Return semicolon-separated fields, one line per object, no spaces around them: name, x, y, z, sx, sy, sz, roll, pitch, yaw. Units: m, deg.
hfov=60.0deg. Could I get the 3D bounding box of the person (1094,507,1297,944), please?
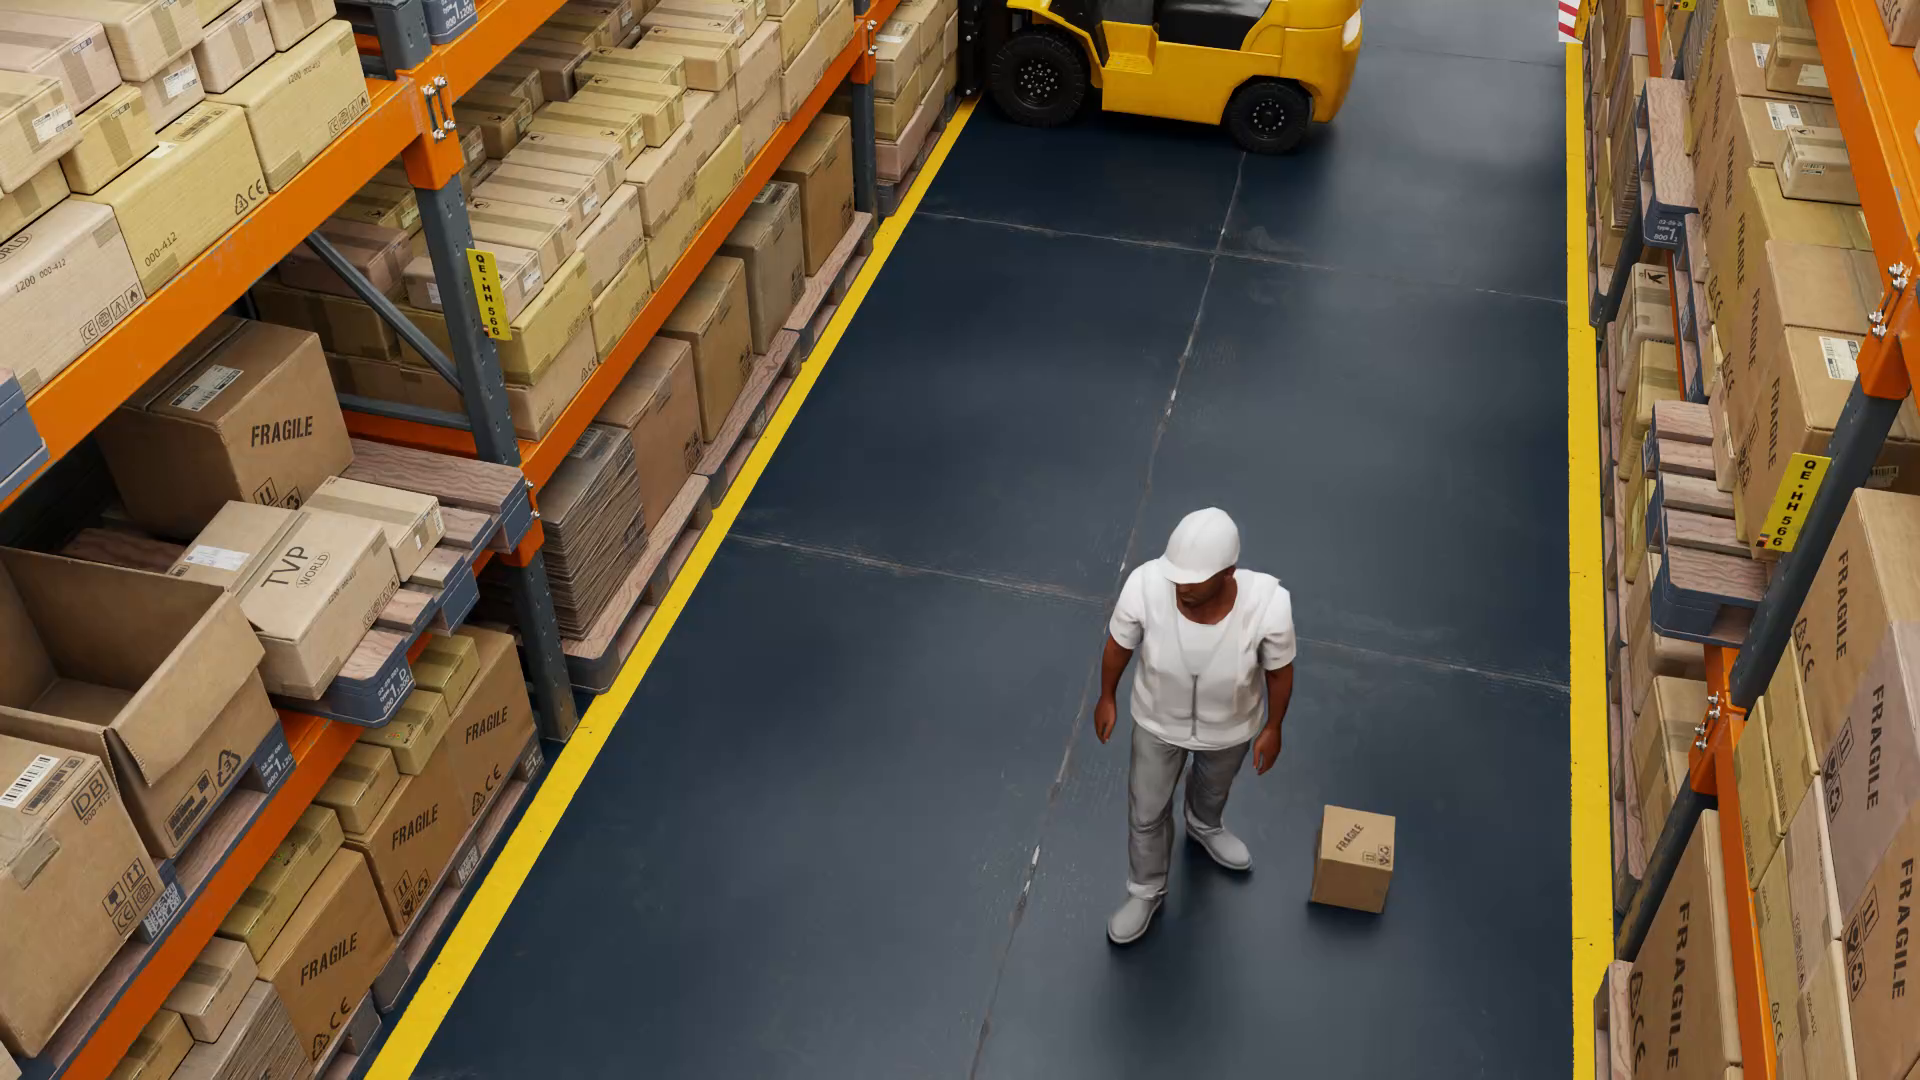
person;0.752;0.589;5.463;0.627;1.766;0.626;6;41;7
